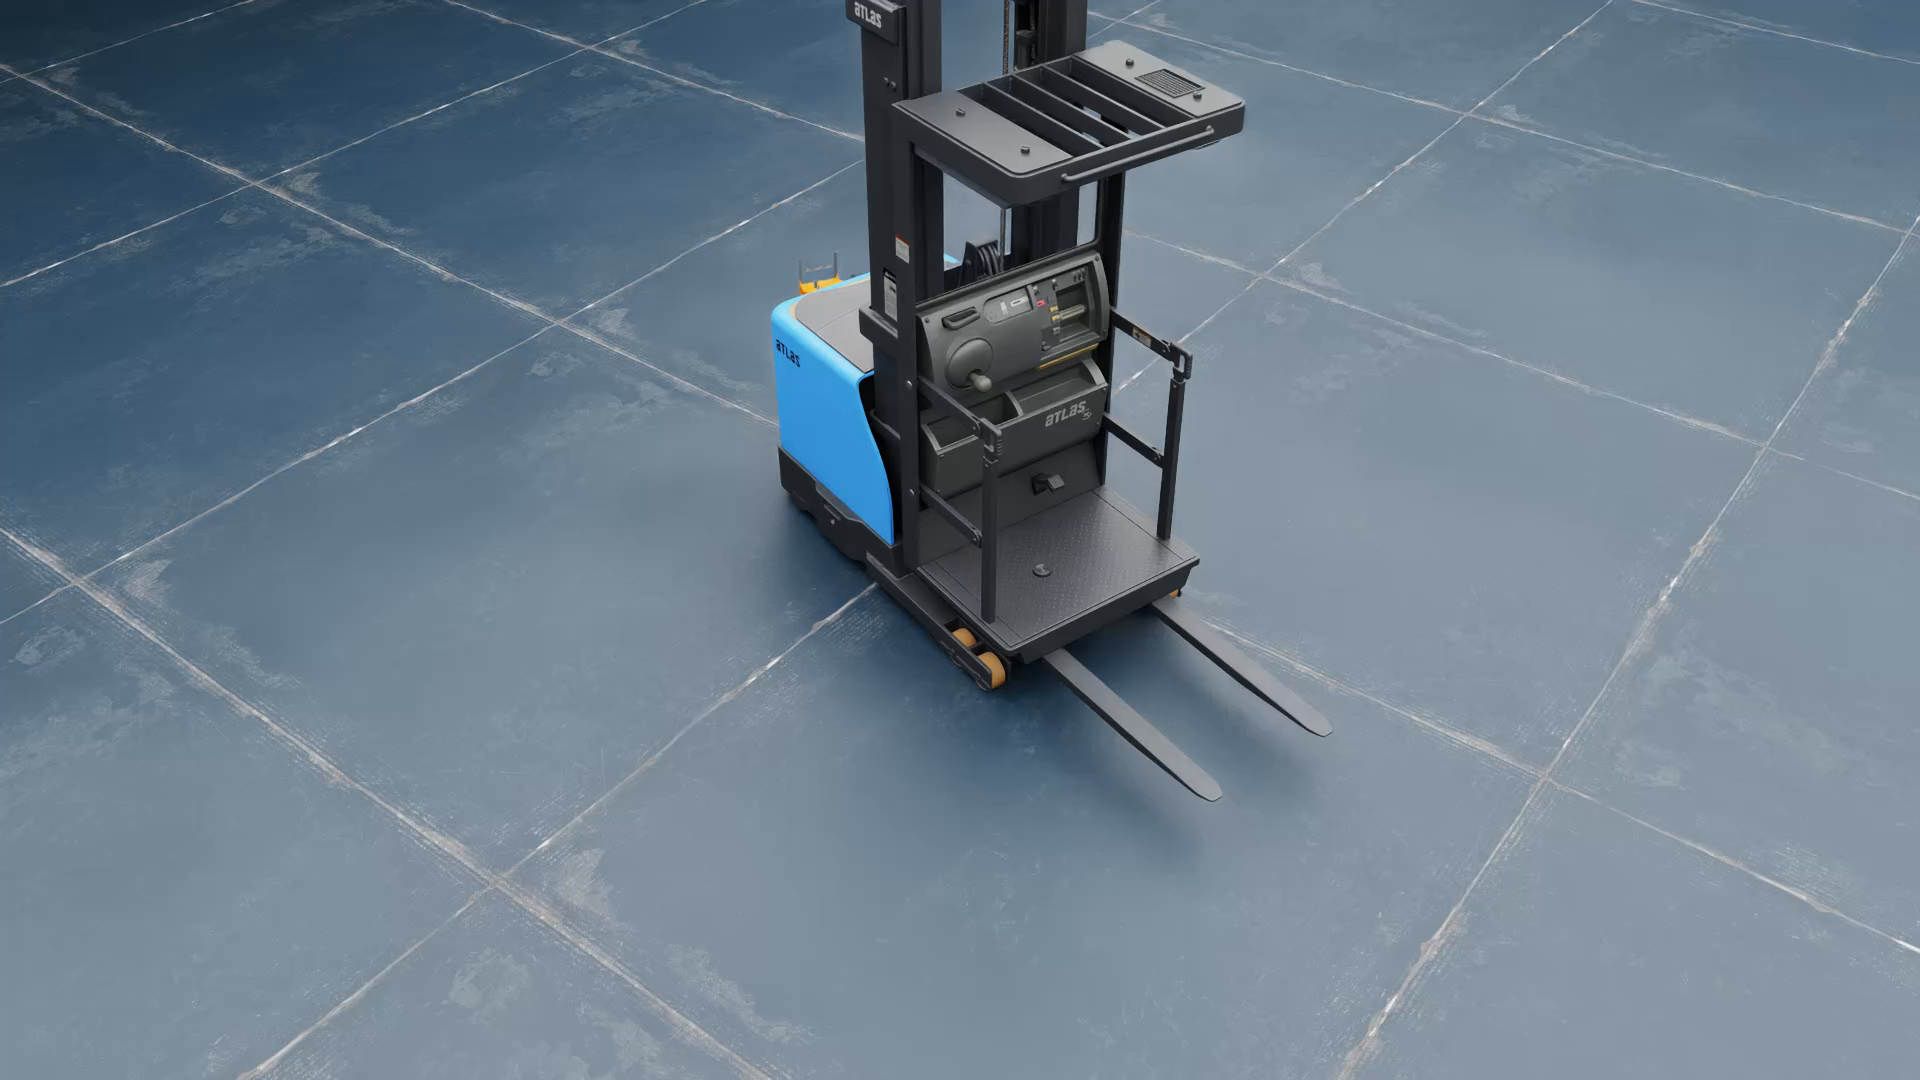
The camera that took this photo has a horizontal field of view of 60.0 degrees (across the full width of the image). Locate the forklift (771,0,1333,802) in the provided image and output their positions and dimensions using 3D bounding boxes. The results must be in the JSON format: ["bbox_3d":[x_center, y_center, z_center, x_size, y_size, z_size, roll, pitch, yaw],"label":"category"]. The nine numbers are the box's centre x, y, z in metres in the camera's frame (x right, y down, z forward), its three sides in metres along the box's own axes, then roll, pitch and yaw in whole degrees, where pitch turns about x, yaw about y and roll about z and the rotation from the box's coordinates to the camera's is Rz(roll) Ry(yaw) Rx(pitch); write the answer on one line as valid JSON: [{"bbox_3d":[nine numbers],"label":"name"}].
[{"bbox_3d":[0.366,-0.840,6.807,1.130,2.935,3.031,-24,44,-27],"label":"forklift"}]

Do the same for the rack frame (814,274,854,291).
[{"bbox_3d":[-0.616,-0.850,8.343,0.200,1.050,0.008,-14,40,-18],"label":"rack frame"}]

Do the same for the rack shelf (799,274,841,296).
[{"bbox_3d":[-0.659,-1.136,8.264,0.215,0.259,0.240,-14,40,-18],"label":"rack shelf"}]

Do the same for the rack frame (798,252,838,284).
[{"bbox_3d":[-0.709,-0.989,8.520,0.200,1.050,0.008,-14,40,-18],"label":"rack frame"}]

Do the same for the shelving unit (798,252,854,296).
[{"bbox_3d":[-0.662,-0.920,8.431,0.215,1.050,0.252,-14,40,-18],"label":"shelving unit"}]
